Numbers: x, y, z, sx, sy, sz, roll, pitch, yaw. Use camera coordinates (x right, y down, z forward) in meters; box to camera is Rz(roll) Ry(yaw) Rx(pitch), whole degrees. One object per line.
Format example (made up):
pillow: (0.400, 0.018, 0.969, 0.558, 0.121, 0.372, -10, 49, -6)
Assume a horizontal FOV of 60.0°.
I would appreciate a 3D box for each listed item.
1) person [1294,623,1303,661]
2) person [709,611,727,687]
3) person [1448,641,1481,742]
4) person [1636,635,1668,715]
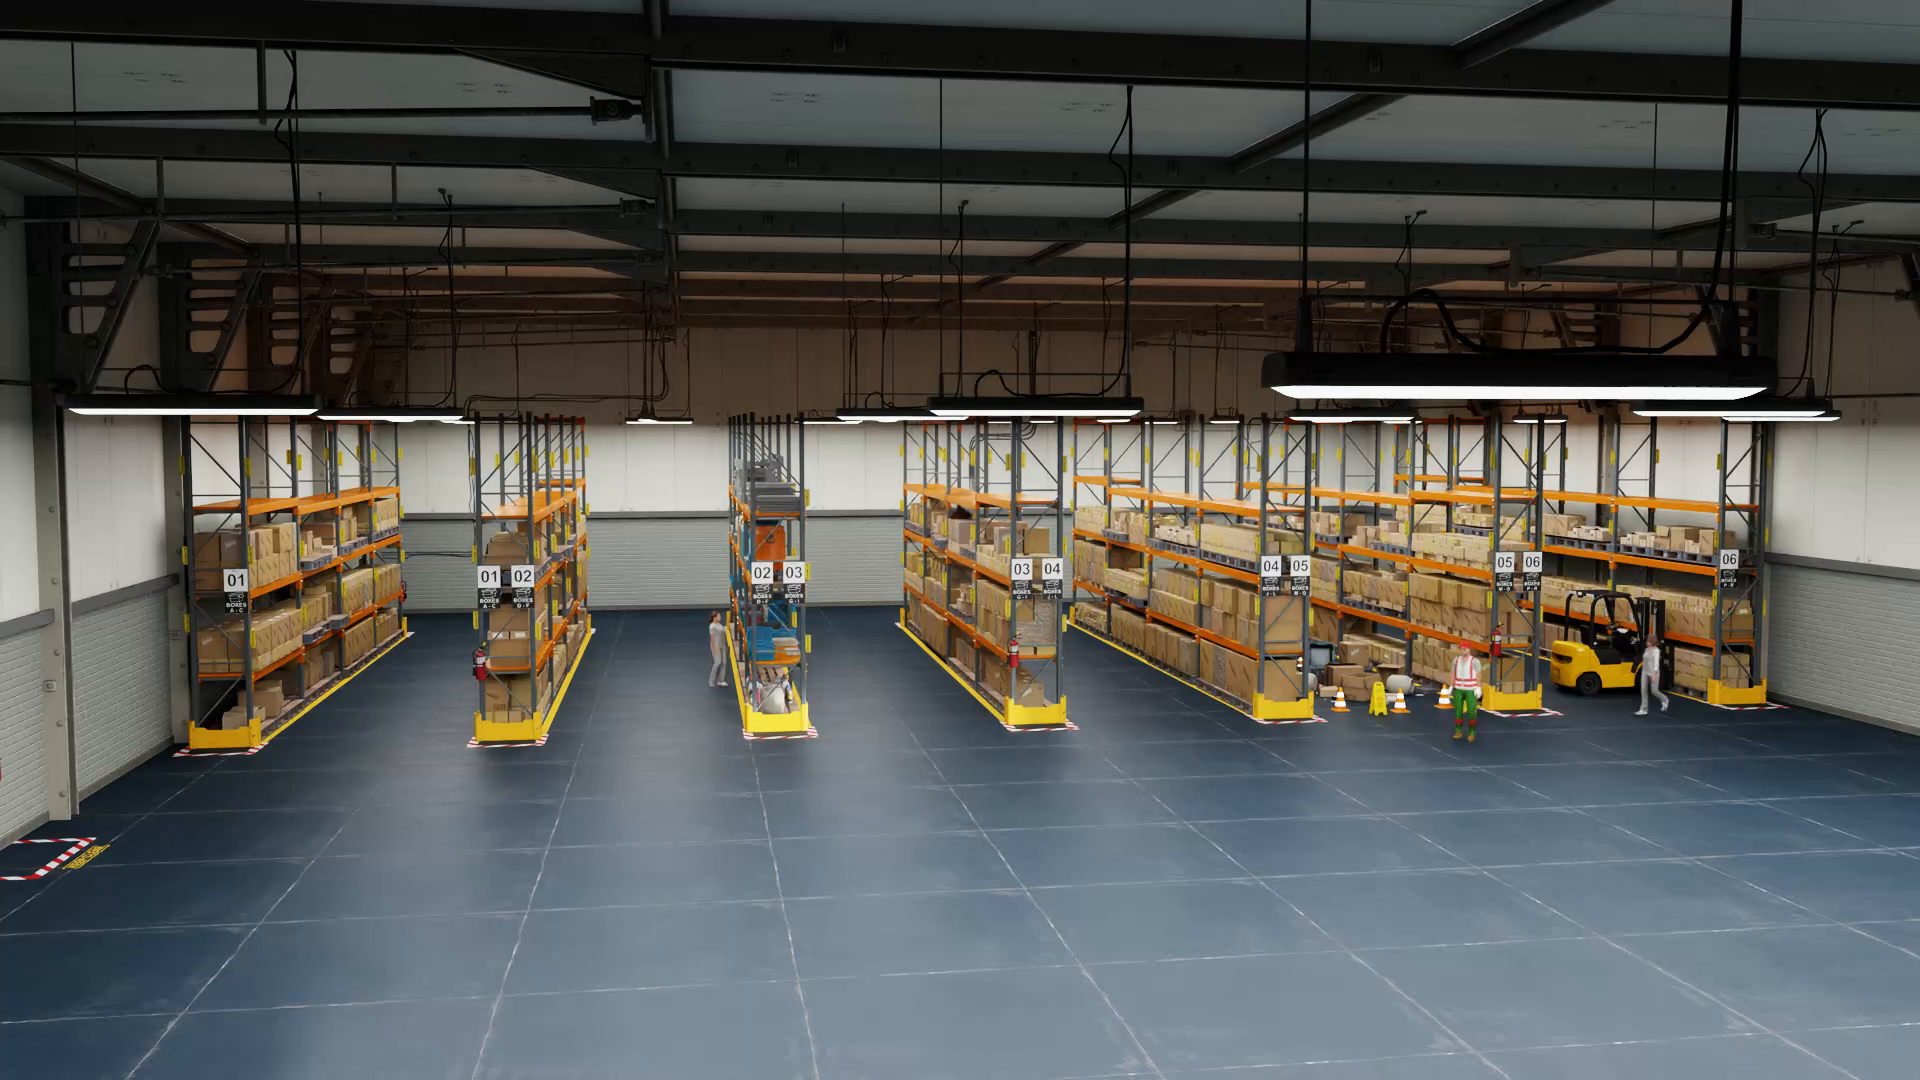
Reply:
person: (8.213, 2.086, 40.516, 0.657, 1.799, 0.692, -1, 4, -20)
person: (-5.348, 2.428, 36.854, 0.425, 1.732, 0.515, 2, 5, 31)
person: (9.238, 2.757, 30.472, 0.589, 1.813, 0.372, 3, 5, 37)
person: (13.758, 2.684, 33.021, 0.710, 1.574, 0.387, -2, 4, -30)
